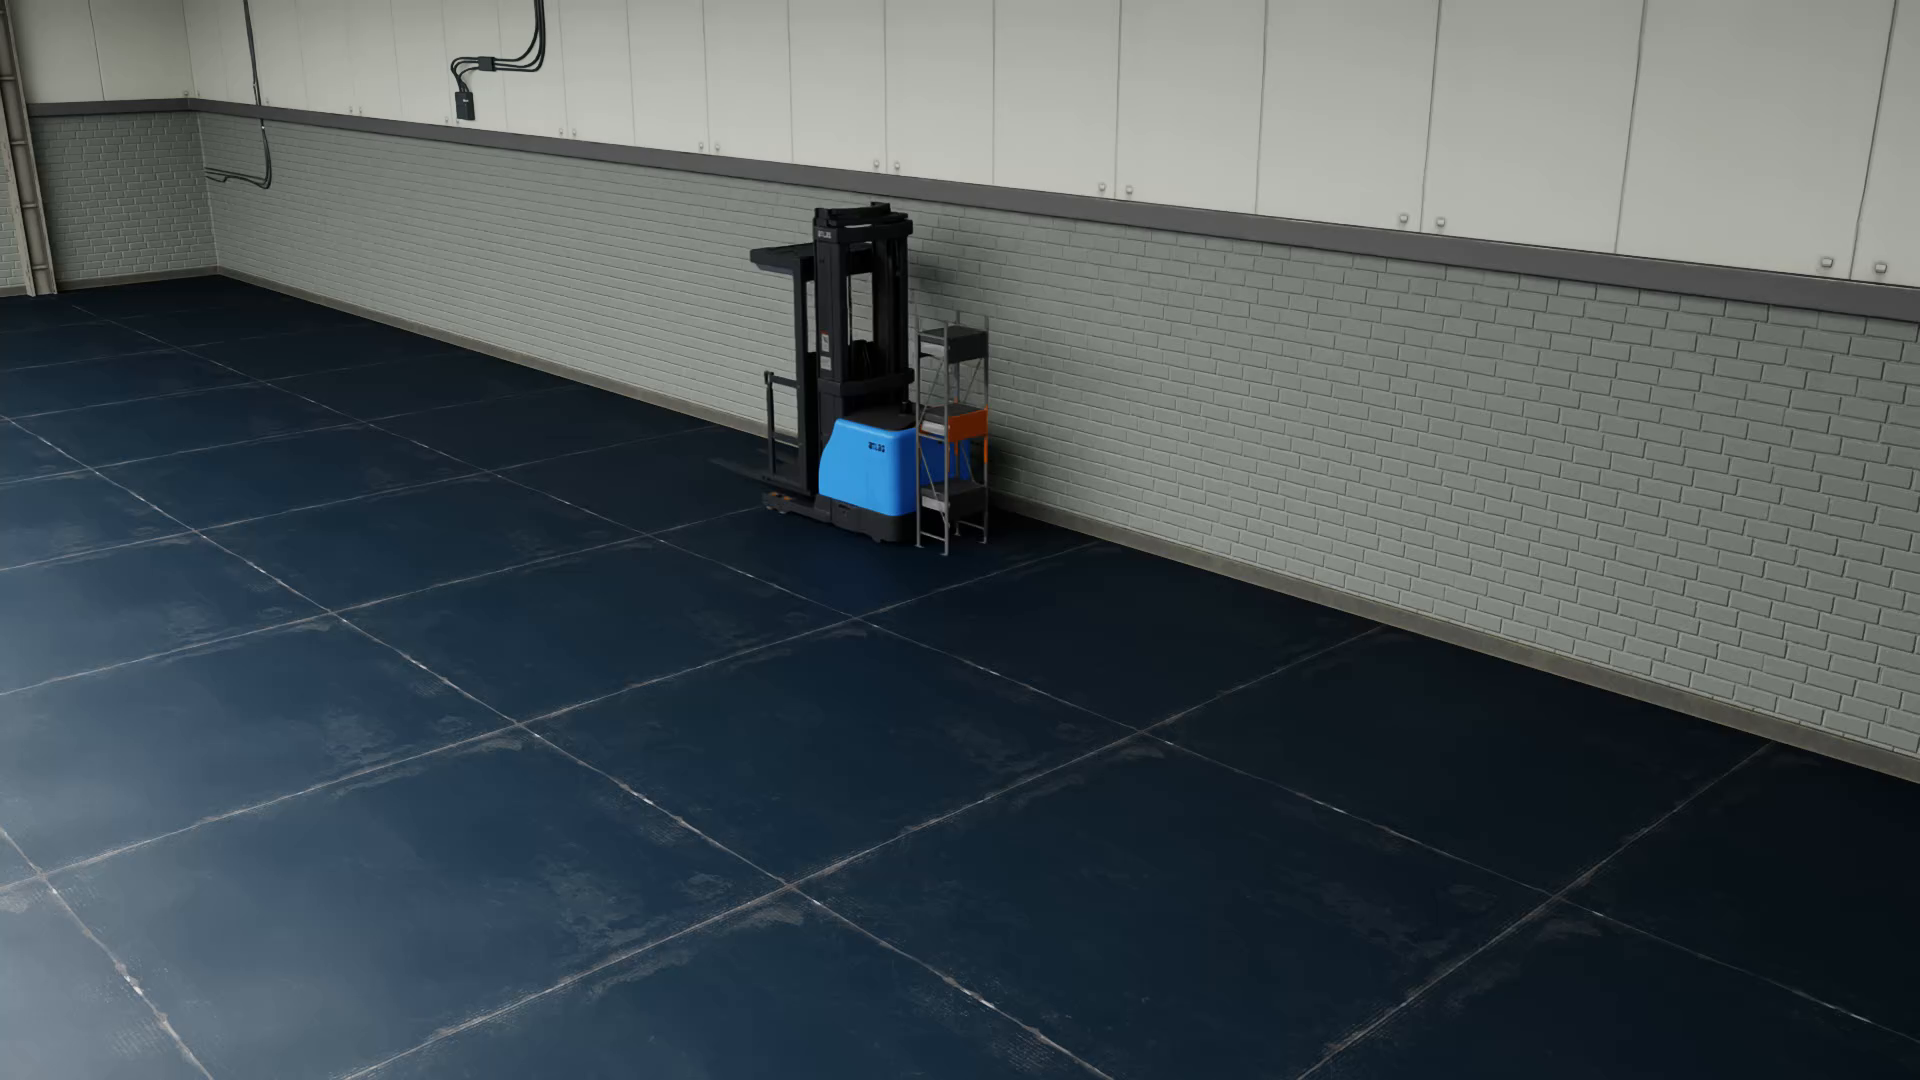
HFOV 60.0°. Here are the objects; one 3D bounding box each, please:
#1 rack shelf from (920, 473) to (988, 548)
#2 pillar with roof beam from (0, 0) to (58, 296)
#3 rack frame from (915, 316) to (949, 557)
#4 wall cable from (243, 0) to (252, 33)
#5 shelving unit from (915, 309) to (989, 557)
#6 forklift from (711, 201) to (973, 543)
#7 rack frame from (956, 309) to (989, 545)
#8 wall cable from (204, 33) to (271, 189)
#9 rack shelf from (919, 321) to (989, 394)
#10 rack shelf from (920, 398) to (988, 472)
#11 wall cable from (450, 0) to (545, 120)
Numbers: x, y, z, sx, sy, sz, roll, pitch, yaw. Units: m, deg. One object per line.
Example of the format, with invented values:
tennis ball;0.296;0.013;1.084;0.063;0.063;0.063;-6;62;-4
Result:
rack shelf;-0.070;-0.269;14.990;0.480;0.518;0.431;-17;24;-41
pillar with roof beam;-12.528;-7.469;23.696;0.400;9.000;9.100;-16;24;-41
rack frame;-0.245;-0.896;14.608;0.015;2.100;0.400;-17;24;-41
wall cable;-10.577;-9.081;25.513;0.112;2.526;3.097;-16;24;-41
shelving unit;-0.070;-0.948;14.770;0.503;2.100;0.431;-17;24;-41
forklift;-1.269;-1.741;15.869;1.130;2.935;3.031;-17;24;-41
rack frame;0.105;-1.001;14.931;0.015;2.100;0.400;-17;24;-41
wall cable;-12.436;-7.285;28.162;0.112;2.526;3.097;-16;24;-41
rack shelf;-0.070;-1.601;14.558;0.480;0.518;0.431;-17;24;-41
rack shelf;-0.070;-0.935;14.774;0.480;0.518;0.431;-17;24;-41
wall cable;-5.925;-8.249;20.586;0.169;6.003;2.305;-16;24;-41
